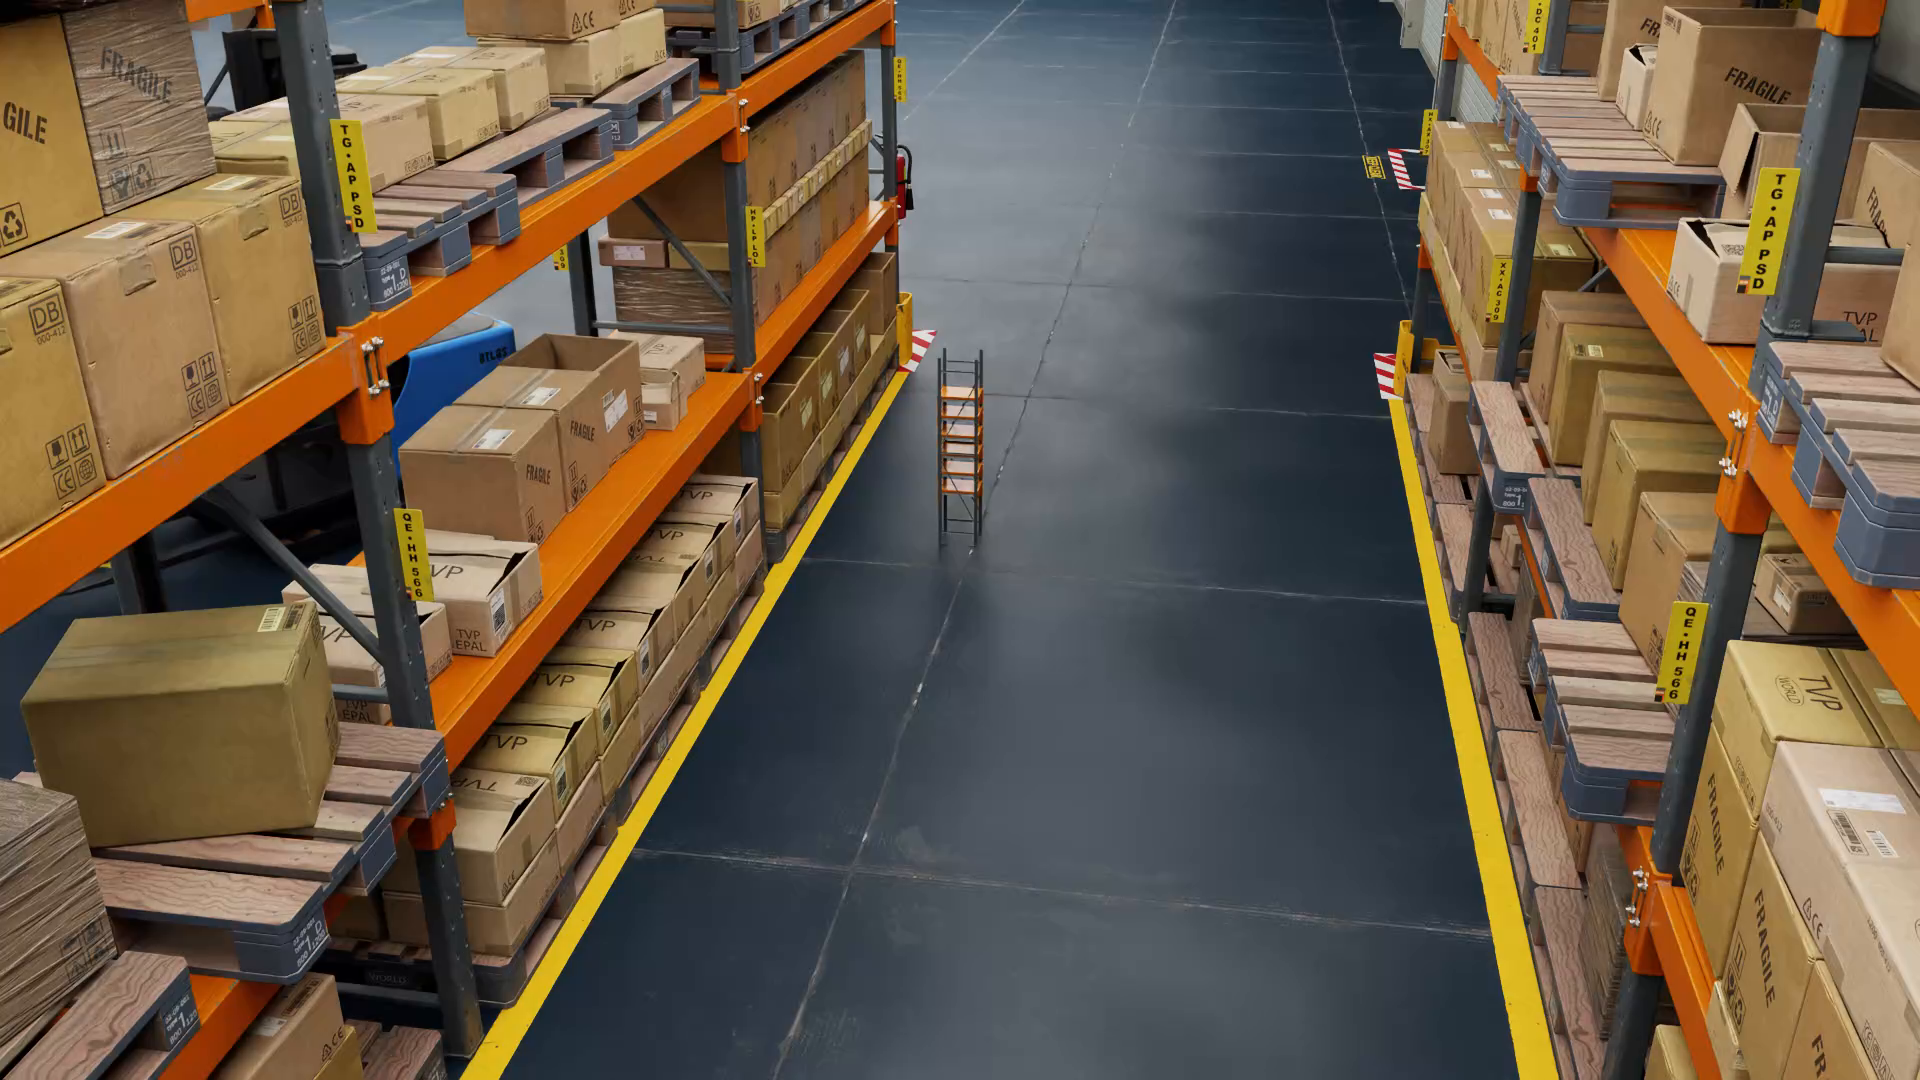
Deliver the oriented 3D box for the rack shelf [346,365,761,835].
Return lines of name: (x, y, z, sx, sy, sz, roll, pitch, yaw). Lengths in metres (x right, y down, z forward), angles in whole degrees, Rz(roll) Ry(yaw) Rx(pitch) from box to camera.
rack shelf: (-1.963, -0.006, 7.573, 1.077, 0.370, 4.000, 4, 25, 9)

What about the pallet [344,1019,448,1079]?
pallet: (-2.449, 2.077, 5.563, 1.003, 0.211, 1.213, 4, 25, 9)

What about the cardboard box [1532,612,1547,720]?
cardboard box: (3.113, 0.635, 7.785, 0.700, 0.500, 0.500, 4, 25, 7)

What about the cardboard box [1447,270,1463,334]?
cardboard box: (3.187, -1.406, 9.869, 0.500, 0.250, 0.500, 4, 25, 8)

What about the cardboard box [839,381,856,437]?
cardboard box: (-1.012, -0.913, 11.410, 0.500, 0.250, 0.500, 4, 25, 9)

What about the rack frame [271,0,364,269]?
rack frame: (-2.290, -2.212, 4.361, 1.000, 3.000, 0.127, 4, 25, 9)

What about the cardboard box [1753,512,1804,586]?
cardboard box: (2.663, 0.026, 5.254, 0.380, 0.149, 0.250, 0, 25, 0)

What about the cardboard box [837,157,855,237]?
cardboard box: (-1.152, -2.472, 11.875, 0.700, 0.500, 0.500, 5, 25, 10)

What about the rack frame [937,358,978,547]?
rack frame: (-0.013, -0.511, 9.927, 0.240, 1.200, 0.006, 4, 25, 9)

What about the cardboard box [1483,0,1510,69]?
cardboard box: (3.239, -2.913, 9.255, 0.500, 0.500, 0.500, 3, 25, 6)

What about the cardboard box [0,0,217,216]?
cardboard box: (-2.367, -1.170, 4.375, 0.500, 0.500, 0.500, 4, 25, 9)

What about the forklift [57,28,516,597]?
forklift: (-4.197, -1.401, 9.786, 1.130, 2.935, 3.031, 20, 32, 36)

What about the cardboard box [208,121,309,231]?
cardboard box: (-2.271, -1.170, 5.354, 0.500, 0.250, 0.500, 2, 25, 5)

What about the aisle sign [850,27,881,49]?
aisle sign: (-0.682, -4.026, 12.245, 0.394, 0.787, 0.004, 4, 25, 9)

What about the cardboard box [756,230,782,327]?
cardboard box: (-1.490, -1.620, 10.056, 0.700, 0.500, 0.500, 4, 25, 8)

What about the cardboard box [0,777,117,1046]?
cardboard box: (-2.619, 0.910, 4.155, 0.700, 0.500, 0.500, 9, 27, 18)

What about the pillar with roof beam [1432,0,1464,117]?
pillar with roof beam: (2.359, -10.181, 21.386, 9.100, 9.000, 0.400, 4, 25, 9)

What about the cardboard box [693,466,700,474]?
cardboard box: (-1.776, -0.322, 10.148, 0.500, 0.250, 0.500, 4, 25, 9)

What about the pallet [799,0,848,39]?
pallet: (-1.320, -3.354, 10.443, 1.003, 0.211, 1.213, 4, 25, 9)

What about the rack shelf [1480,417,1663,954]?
rack shelf: (2.925, 0.336, 6.843, 1.077, 0.370, 4.000, 4, 25, 9)

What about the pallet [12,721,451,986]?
pallet: (-2.331, 0.880, 5.058, 1.213, 0.211, 1.003, 4, 25, 9)

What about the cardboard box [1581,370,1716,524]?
cardboard box: (2.960, -0.350, 6.822, 0.700, 0.500, 0.500, 8, 26, 16)

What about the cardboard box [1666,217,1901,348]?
cardboard box: (2.449, -0.801, 4.965, 0.500, 0.311, 0.500, 4, 25, 9)

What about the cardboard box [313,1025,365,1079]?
cardboard box: (-2.211, 1.845, 5.199, 0.500, 0.500, 0.500, 5, 26, 11)

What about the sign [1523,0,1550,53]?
sign: (2.715, -2.454, 7.805, 0.100, 0.325, 0.005, 4, 25, 9)

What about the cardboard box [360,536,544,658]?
cardboard box: (-1.952, 0.185, 6.423, 0.500, 0.311, 0.500, 4, 25, 8)

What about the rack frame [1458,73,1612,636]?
rack frame: (3.252, -0.826, 8.477, 1.000, 3.000, 0.127, 4, 25, 9)

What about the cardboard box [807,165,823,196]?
cardboard box: (-1.108, -2.358, 10.867, 0.380, 0.149, 0.250, 4, 25, 8)

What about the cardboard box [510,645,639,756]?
cardboard box: (-1.751, 0.674, 7.359, 0.500, 0.311, 0.500, 3, 25, 7)

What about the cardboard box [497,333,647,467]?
cardboard box: (-1.864, -0.673, 8.032, 0.500, 0.500, 0.500, 6, 26, 12)

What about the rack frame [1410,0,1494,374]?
rack frame: (3.906, -2.499, 12.051, 1.000, 3.000, 0.127, 4, 25, 9)

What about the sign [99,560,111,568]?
sign: (-2.838, -0.057, 5.467, 0.100, 0.325, 0.005, 4, 25, 9)

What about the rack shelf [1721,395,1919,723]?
rack shelf: (2.271, 0.650, 2.633, 1.077, 0.370, 4.000, 4, 25, 9)

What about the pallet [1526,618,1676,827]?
pallet: (2.609, 0.628, 5.596, 1.213, 0.211, 1.003, 4, 25, 9)

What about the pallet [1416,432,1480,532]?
pallet: (3.524, -0.359, 10.767, 1.003, 0.211, 1.213, 4, 25, 9)

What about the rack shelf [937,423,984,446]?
rack shelf: (0.002, -0.618, 9.977, 0.258, 0.103, 0.180, 4, 25, 9)

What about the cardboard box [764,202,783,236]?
cardboard box: (-1.278, -1.929, 9.950, 0.380, 0.149, 0.250, 4, 25, 8)

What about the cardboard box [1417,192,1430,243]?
cardboard box: (3.513, -2.258, 11.690, 0.500, 0.250, 0.500, 3, 25, 7)

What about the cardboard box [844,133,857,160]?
cardboard box: (-0.940, -2.791, 11.790, 0.380, 0.149, 0.250, 4, 25, 8)

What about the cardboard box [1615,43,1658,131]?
cardboard box: (2.983, -1.854, 6.744, 0.500, 0.311, 0.500, 5, 26, 10)

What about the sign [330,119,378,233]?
sign: (-1.755, -1.049, 4.806, 0.100, 0.325, 0.005, 4, 25, 9)

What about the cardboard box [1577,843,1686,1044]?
cardboard box: (2.664, 1.475, 5.991, 0.700, 0.500, 0.500, 4, 25, 9)

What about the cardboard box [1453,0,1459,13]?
cardboard box: (3.604, -3.790, 11.128, 0.500, 0.500, 0.500, 5, 25, 10)

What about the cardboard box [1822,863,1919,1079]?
cardboard box: (2.105, 0.924, 3.361, 0.500, 0.250, 0.500, 4, 25, 9)

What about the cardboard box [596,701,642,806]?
cardboard box: (-1.754, 0.933, 7.466, 0.500, 0.250, 0.500, 3, 25, 7)

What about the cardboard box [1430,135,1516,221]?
cardboard box: (3.440, -2.395, 11.098, 0.500, 0.500, 0.500, 4, 25, 9)

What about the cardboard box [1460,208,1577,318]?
cardboard box: (3.100, -1.536, 9.261, 0.500, 0.500, 0.500, 4, 25, 8)

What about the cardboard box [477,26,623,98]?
cardboard box: (-1.833, -2.162, 7.474, 0.500, 0.250, 0.500, 2, 25, 3)

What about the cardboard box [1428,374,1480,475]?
cardboard box: (3.441, -0.742, 10.726, 0.700, 0.500, 0.500, 2, 25, 5)

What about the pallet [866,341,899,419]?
pallet: (-1.066, -1.255, 12.683, 1.003, 0.211, 1.213, 4, 25, 9)

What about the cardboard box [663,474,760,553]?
cardboard box: (-1.419, -0.178, 9.178, 0.500, 0.311, 0.500, 4, 25, 9)

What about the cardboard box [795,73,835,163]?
cardboard box: (-1.242, -2.826, 11.101, 0.700, 0.500, 0.500, 4, 25, 9)

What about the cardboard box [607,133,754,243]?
cardboard box: (-1.570, -1.987, 9.308, 0.700, 0.500, 0.500, 4, 25, 9)

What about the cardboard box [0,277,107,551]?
cardboard box: (-2.496, -0.283, 3.661, 0.910, 0.500, 0.500, 4, 25, 9)

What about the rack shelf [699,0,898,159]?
rack shelf: (-1.309, -3.037, 10.511, 1.077, 0.370, 4.000, 4, 25, 9)

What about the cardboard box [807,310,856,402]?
cardboard box: (-1.008, -1.252, 11.251, 0.500, 0.500, 0.500, 4, 25, 9)

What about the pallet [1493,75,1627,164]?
pallet: (3.046, -1.849, 7.345, 1.213, 0.211, 1.003, 4, 25, 9)

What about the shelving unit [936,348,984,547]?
shelving unit: (0.002, -0.549, 10.009, 0.258, 1.200, 0.189, 4, 25, 9)

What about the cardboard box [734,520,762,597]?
cardboard box: (-1.418, 0.081, 9.288, 0.500, 0.250, 0.500, 4, 25, 8)
